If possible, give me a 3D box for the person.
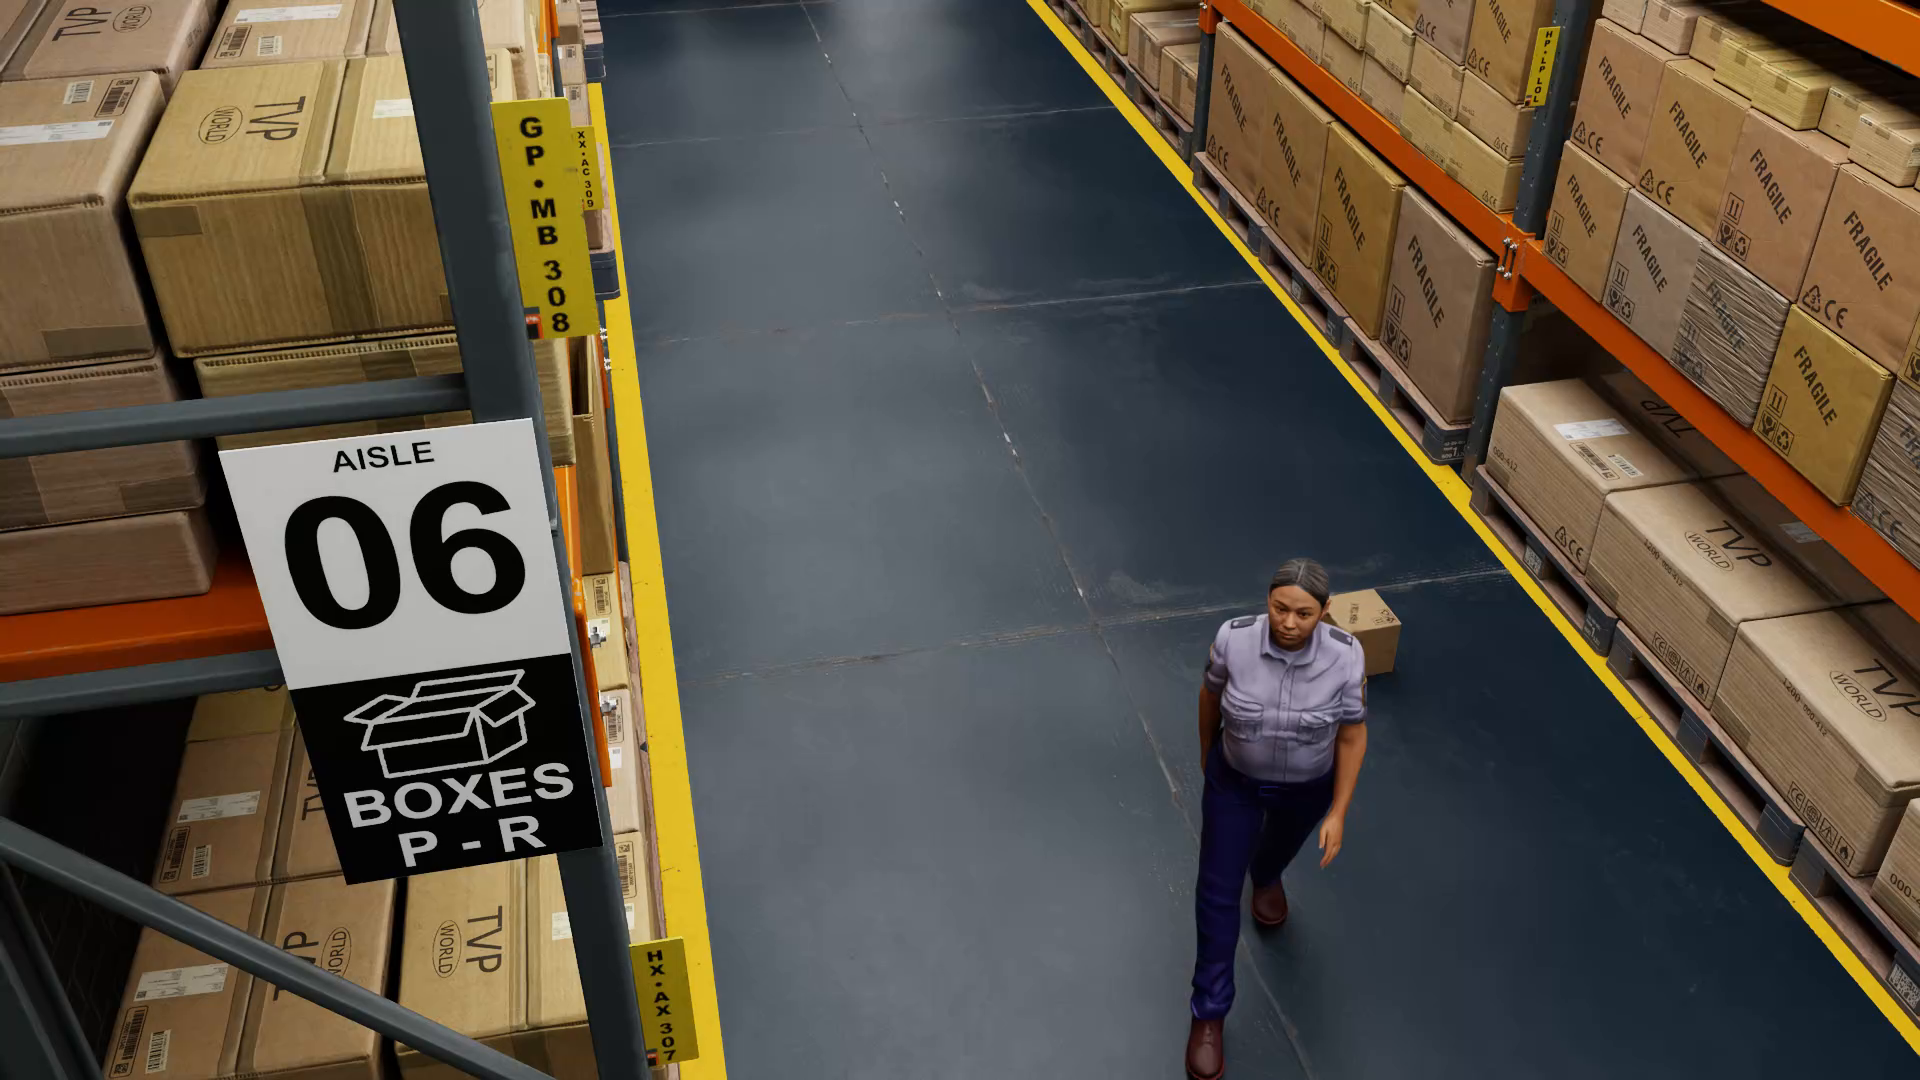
[{"bbox_3d":[0.948,0.769,5.026,0.495,1.582,0.972,5,35,7],"label":"person"}]
